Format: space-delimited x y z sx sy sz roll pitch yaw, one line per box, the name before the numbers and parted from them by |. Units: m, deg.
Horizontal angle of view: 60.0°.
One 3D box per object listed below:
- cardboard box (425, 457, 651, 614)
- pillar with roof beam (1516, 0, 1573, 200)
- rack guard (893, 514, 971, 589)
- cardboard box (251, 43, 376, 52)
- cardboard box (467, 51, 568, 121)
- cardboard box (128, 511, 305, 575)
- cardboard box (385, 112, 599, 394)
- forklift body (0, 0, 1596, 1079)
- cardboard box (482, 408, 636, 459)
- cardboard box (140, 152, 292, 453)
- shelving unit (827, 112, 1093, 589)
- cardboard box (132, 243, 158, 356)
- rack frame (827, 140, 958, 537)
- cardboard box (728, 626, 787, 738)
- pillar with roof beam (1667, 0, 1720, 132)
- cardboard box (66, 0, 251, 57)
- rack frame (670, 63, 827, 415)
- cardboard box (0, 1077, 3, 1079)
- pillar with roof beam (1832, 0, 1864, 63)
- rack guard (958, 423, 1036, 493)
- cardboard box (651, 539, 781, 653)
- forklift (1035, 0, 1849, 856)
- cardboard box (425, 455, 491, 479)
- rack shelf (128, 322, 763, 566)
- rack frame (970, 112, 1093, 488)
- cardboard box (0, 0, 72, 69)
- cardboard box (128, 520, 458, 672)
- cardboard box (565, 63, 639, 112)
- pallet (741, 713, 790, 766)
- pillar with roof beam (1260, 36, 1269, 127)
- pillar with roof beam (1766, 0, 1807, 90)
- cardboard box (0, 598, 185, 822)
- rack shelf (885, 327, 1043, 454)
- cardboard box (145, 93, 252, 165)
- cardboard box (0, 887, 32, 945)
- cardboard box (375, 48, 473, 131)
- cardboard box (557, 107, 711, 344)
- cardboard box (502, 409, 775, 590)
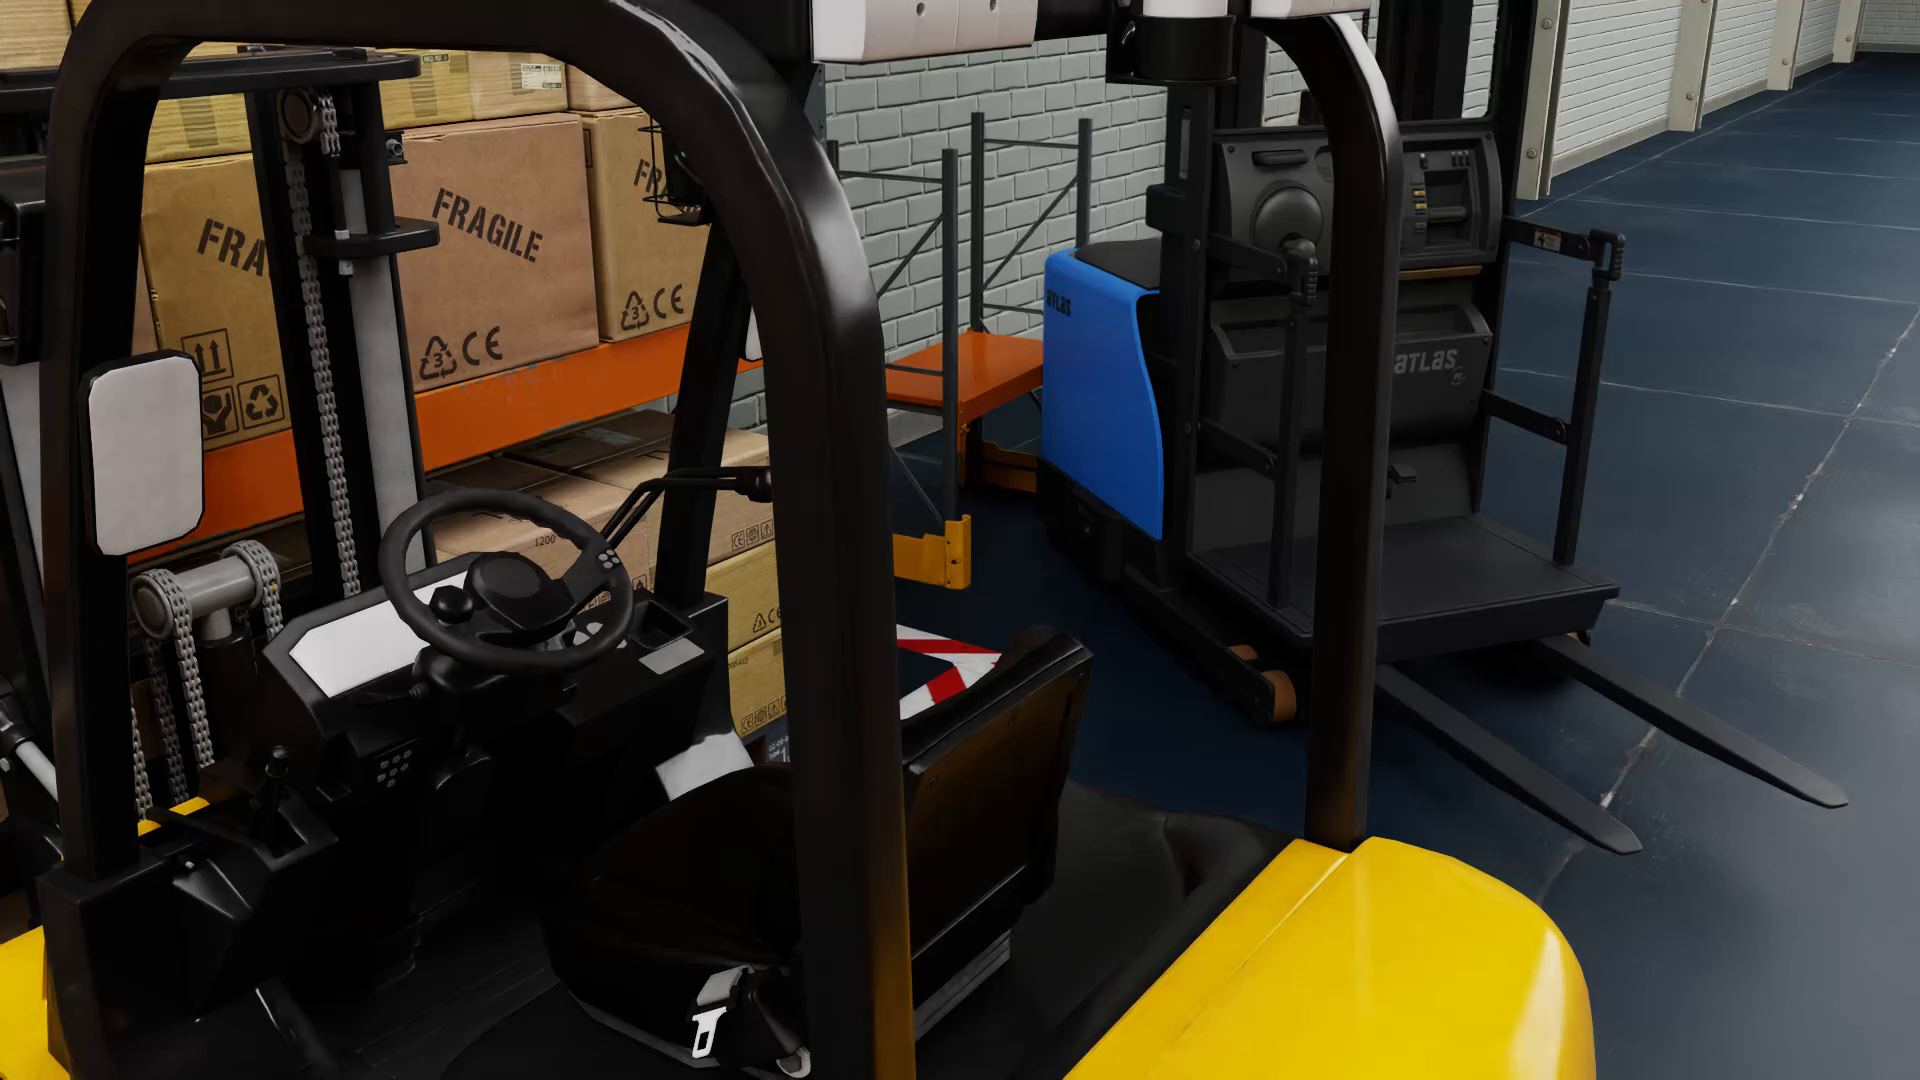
cardboard box | -1.064 0.031 3.773 0.500 0.250 0.500 14 24 33
pillar with roof beam | 8.389 -6.326 10.396 9.100 9.000 0.400 13 24 32
rack guard | -0.231 -0.004 5.916 0.587 0.250 0.087 11 23 27
cardboard box | -1.301 -0.969 3.054 0.380 0.149 0.250 14 24 33
cardboard box | -1.059 -0.988 3.534 0.380 0.149 0.250 14 24 33
cardboard box | -1.775 0.077 3.649 0.500 0.250 0.500 13 24 31
cardboard box | -1.139 -0.640 3.528 0.500 0.500 0.500 14 25 33
forklift body | -0.338 0.365 2.178 2.313 2.155 1.214 13 24 32
cardboard box | -1.207 -0.208 4.421 0.500 0.250 0.500 13 24 31
cardboard box | -1.427 -0.493 3.131 0.500 0.500 0.500 13 24 31
shelving unit | 0.013 -0.741 6.106 0.587 1.500 1.083 11 23 27
cardboard box | -1.701 -0.347 2.735 0.500 0.500 0.500 13 24 32
rack frame | -0.231 -0.590 5.698 0.500 1.500 0.032 11 23 27
cardboard box | -0.783 0.356 4.337 0.500 0.250 0.500 13 24 32
pillar with roof beam | 11.762 -8.048 15.050 9.100 9.000 0.400 13 24 32
cardboard box | -1.442 -0.894 2.850 0.380 0.149 0.250 14 24 33
rack frame | -0.781 -0.933 4.464 1.000 3.000 0.127 13 24 32
cardboard box | -1.935 0.934 2.774 0.500 0.250 0.500 14 24 33
pillar with roof beam | 18.507 -11.491 24.358 9.100 9.000 0.400 13 24 32
rack guard | 0.257 -0.305 6.730 0.587 0.250 0.087 11 23 27
cardboard box | -0.796 0.126 4.239 0.500 0.250 0.500 13 24 31
forklift | 1.272 -0.995 4.731 1.130 2.935 3.031 -7 22 -19
cardboard box | -1.485 -0.064 4.032 0.500 0.250 0.500 13 24 32
rack shelf | -1.905 -0.022 3.037 1.077 0.370 4.000 13 24 32
rack frame | 0.267 -0.898 6.529 0.500 1.500 0.032 11 23 27
cardboard box | -1.665 -0.838 2.700 0.380 0.149 0.250 14 24 33
cardboard box | -1.339 0.178 3.377 0.500 0.250 0.500 14 24 32
cardboard box | -0.863 -1.051 3.703 0.380 0.149 0.250 14 24 33
pallet | -1.176 0.602 4.332 1.003 0.211 1.213 13 24 32
pillar with roof beam | 5.016 -4.605 5.742 9.100 9.000 0.400 13 24 32
pillar with roof beam | 15.135 -9.769 19.704 9.100 9.000 0.400 13 24 32
cardboard box | -1.630 0.322 2.988 0.500 0.250 0.500 13 24 31
rack shelf | 0.018 -0.575 6.176 0.538 0.185 1.000 11 23 27
cardboard box | -1.445 -0.757 2.909 0.380 0.149 0.250 13 24 32
cardboard box | -1.644 0.563 3.058 0.500 0.250 0.500 13 24 32
cardboard box | -1.208 -0.919 3.348 0.380 0.149 0.250 13 24 31
cardboard box | -0.840 -0.787 3.926 0.500 0.500 0.500 13 24 31
cardboard box | -0.781 -0.116 4.173 0.500 0.250 0.500 14 25 34
